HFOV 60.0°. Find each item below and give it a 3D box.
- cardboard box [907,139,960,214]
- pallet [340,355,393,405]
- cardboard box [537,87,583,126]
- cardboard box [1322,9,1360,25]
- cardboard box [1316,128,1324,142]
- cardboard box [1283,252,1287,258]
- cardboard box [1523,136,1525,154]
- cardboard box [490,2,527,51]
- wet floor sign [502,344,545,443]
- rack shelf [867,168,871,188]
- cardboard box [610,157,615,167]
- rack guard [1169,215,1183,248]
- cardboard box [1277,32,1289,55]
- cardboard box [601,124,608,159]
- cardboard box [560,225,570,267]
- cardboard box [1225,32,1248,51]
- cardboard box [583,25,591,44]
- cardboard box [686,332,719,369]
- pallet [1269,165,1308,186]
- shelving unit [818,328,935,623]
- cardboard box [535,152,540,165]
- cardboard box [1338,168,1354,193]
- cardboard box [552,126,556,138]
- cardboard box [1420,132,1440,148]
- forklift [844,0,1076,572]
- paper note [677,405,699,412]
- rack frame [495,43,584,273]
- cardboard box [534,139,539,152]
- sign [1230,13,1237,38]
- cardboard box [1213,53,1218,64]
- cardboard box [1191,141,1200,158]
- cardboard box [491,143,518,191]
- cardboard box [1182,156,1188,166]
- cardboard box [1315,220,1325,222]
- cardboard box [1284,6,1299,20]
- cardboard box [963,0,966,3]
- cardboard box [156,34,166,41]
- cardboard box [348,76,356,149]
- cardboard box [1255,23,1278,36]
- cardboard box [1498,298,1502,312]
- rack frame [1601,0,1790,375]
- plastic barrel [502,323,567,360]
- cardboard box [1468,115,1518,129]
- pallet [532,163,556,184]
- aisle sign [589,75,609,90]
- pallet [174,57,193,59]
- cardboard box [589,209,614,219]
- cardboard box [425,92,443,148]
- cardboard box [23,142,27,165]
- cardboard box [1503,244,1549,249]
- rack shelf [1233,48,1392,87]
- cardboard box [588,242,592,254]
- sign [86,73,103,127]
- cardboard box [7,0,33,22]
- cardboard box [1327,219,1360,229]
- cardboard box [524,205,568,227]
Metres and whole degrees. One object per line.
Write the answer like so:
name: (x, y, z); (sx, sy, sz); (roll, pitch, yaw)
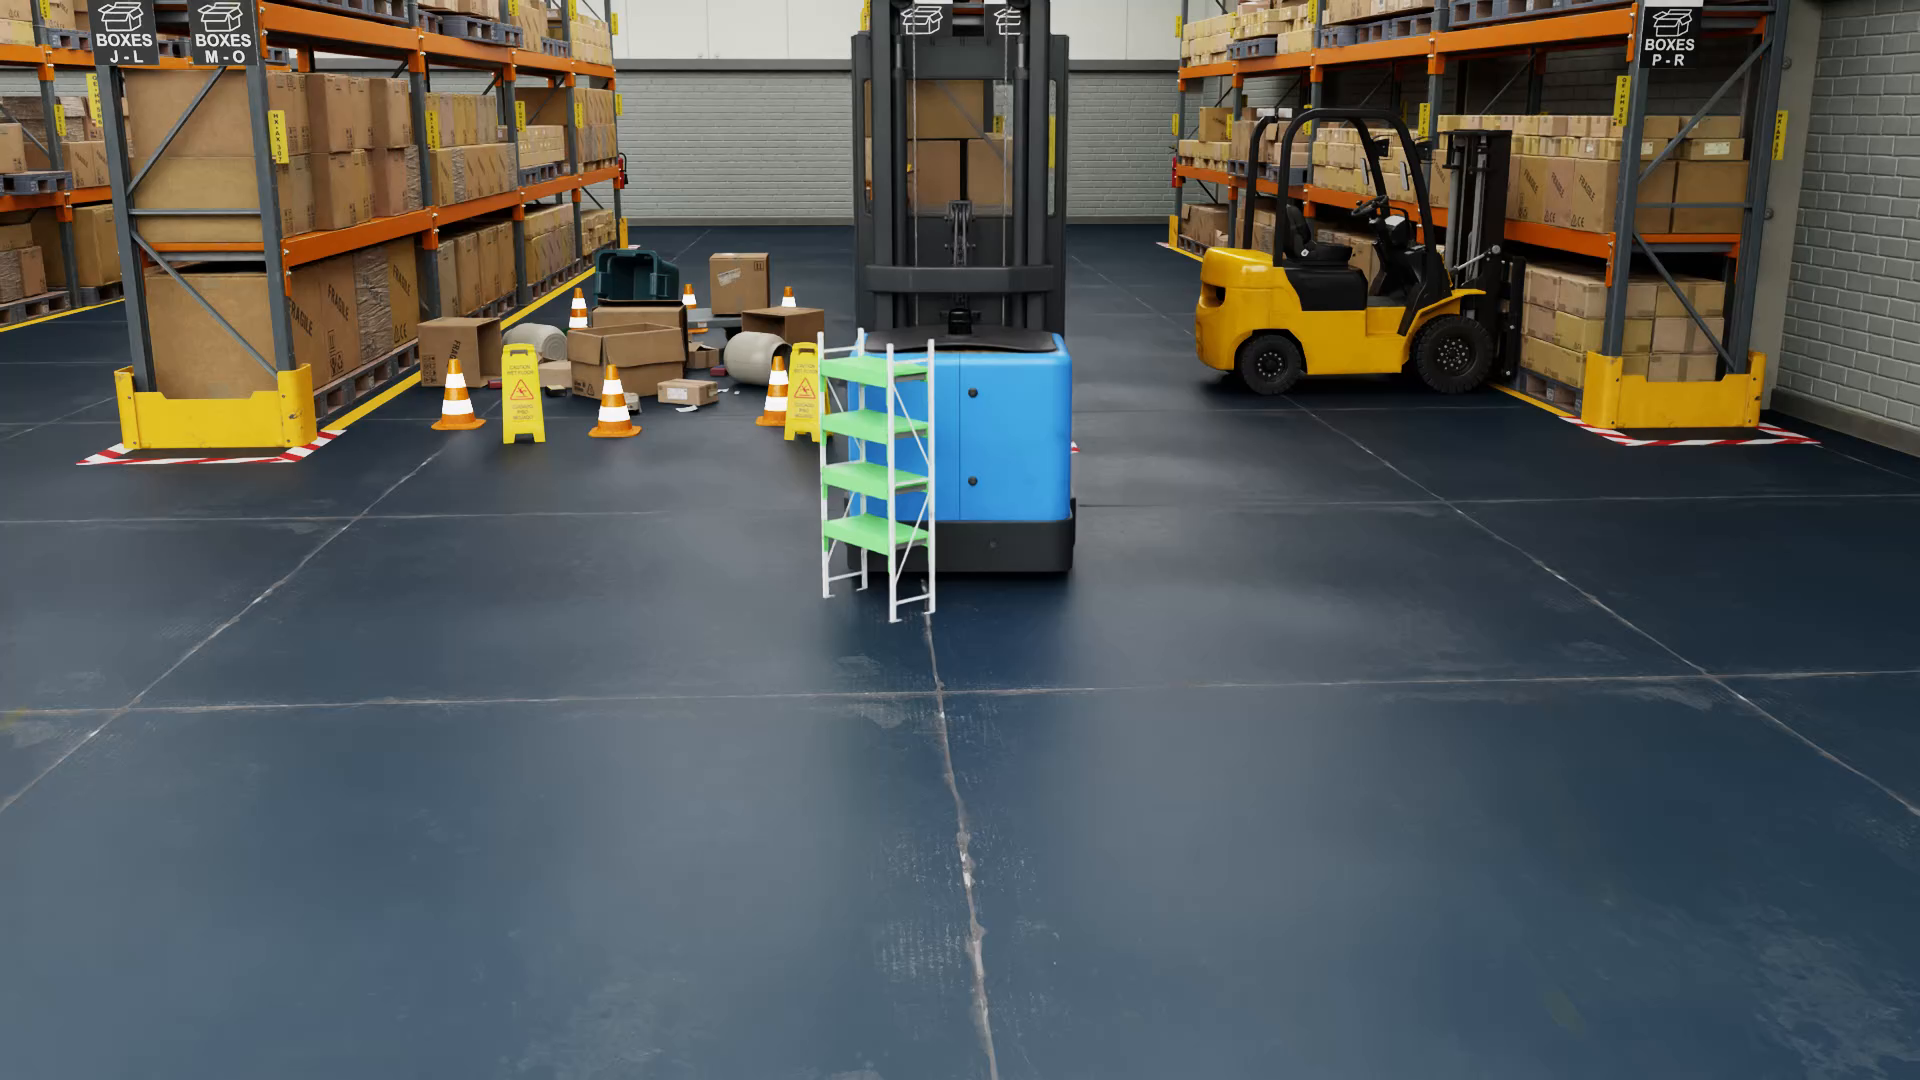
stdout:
cardboard box: (-0.268, -2.526, 11.527); (0.500, 0.500, 0.500); (-1, 14, -4)
pallet: (-5.094, -1.251, 12.966); (1.003, 0.211, 1.213); (-1, 14, -3)
cardboard box: (-5.422, -5.879, 22.550); (0.500, 0.500, 0.500); (-1, 14, -2)
cardboard box: (4.218, -5.770, 18.338); (0.380, 0.166, 0.250); (-1, 14, -4)
cardboard box: (4.225, -4.549, 18.684); (0.380, 0.149, 0.250); (0, 14, -2)
cardboard box: (4.238, -3.489, 20.242); (0.500, 0.500, 0.500); (-1, 14, -4)
cardboard box: (4.664, -3.107, 13.081); (0.380, 0.149, 0.250); (-1, 14, -4)
cardboard box: (-5.159, -5.738, 18.589); (0.500, 0.500, 0.500); (-1, 14, -3)
wet floor sign: (-2.915, -0.985, 11.058); (0.267, 0.644, 0.232); (-3, 15, -13)
rack shelf: (-0.827, -5.336, 24.691); (1.077, 0.370, 4.000); (-1, 14, -3)
cardboard box: (-5.582, -5.882, 25.873); (0.380, 0.149, 0.250); (-1, 14, -3)
rack guard: (4.008, -5.030, 27.074); (1.175, 0.500, 0.348); (-1, 14, -3)
cardboard box: (4.162, -6.024, 20.199); (0.500, 0.250, 0.500); (-1, 14, -3)
cardboard box: (-5.532, -5.911, 24.684); (0.500, 0.500, 0.500); (-1, 14, -3)
cardboard box: (-5.308, -3.771, 21.336); (0.500, 0.500, 0.500); (-1, 14, -5)
cardboard box: (3.971, -6.905, 23.029); (0.500, 0.250, 0.500); (-1, 14, -3)
cardboard box: (-5.471, -7.081, 23.305); (0.500, 0.250, 0.500); (-1, 14, -2)
cardboard box: (-2.299, -1.638, 14.360); (0.258, 0.266, 0.396); (-13, 20, -42)
pallet: (4.387, -4.345, 19.778); (1.213, 0.211, 1.003); (-1, 14, -3)
shelving unit: (-0.363, -0.290, 7.246); (0.258, 1.200, 0.503); (-12, 19, -39)
cardboard box: (-5.299, -4.617, 20.112); (0.380, 0.149, 0.250); (-1, 14, -3)
cardboard box: (4.348, -3.830, 17.694); (0.500, 0.250, 0.500); (-1, 14, -5)
cardboard box: (-5.386, -5.228, 21.292); (0.380, 0.149, 0.250); (-1, 14, -5)
cardboard box: (4.504, -3.719, 15.460); (0.380, 0.149, 0.250); (0, 14, -2)
forklift: (0.000, -1.579, 8.781); (1.130, 2.935, 3.031); (0, 14, 0)
paper note: (-2.004, -0.970, 12.233); (0.148, 0.019, 0.142); (-6, 16, -23)
rack frame: (-5.637, -5.086, 22.273); (1.000, 3.000, 0.127); (-1, 14, -3)
cardboard box: (-5.300, -4.760, 20.073); (0.380, 0.149, 0.250); (-1, 14, -4)
sign: (3.710, -6.958, 22.491); (0.100, 0.325, 0.005); (-1, 14, -3)
cardboard box: (3.894, -6.999, 24.195); (0.380, 0.149, 0.250); (-1, 14, -3)
cardboard box: (3.829, -5.963, 25.386); (0.500, 0.250, 0.500); (-1, 14, -4)
cardboard box: (-5.093, -4.032, 17.975); (0.500, 0.500, 0.500); (-1, 14, -3)
cardboard box: (3.750, -6.052, 26.533); (0.380, 0.149, 0.250); (-1, 14, -4)
cardboard box: (4.168, -3.763, 20.006); (0.380, 0.149, 0.250); (-2, 15, -6)
cardboard box: (4.120, -6.328, 19.986); (0.380, 0.149, 0.250); (-1, 14, -5)
cardboard box: (0.217, -3.813, 11.811); (0.380, 0.149, 0.250); (-1, 14, -4)
cardboard box: (-10.548, -6.595, 21.075); (0.700, 0.500, 0.500); (-1, 14, -2)
cardboard box: (-5.066, -3.196, 12.462); (0.875, 0.550, 0.500); (-1, 14, -3)
cardboard box: (3.945, -6.450, 21.016); (0.380, 0.149, 0.250); (-1, 14, -2)
cardboard box: (4.552, -1.888, 13.517); (0.500, 0.250, 0.500); (-1, 14, -4)
rack frame: (4.995, -2.281, 11.370); (1.000, 3.000, 0.127); (-1, 14, -3)
plastic barrel: (-3.540, -1.590, 13.857); (0.512, 0.421, 0.421); (10, 18, 35)
cardboard box: (4.515, -3.506, 14.032); (0.380, 0.149, 0.250); (-1, 14, -2)
pallet: (-5.553, -4.490, 20.342); (1.003, 0.211, 1.213); (-1, 14, -3)
aisle sign: (-5.590, -7.362, 25.904); (0.394, 0.787, 0.004); (-1, 14, -3)
pallet: (-10.706, -6.951, 23.679); (1.003, 0.211, 1.213); (-1, 14, -3)
cardboard box: (-5.599, -5.064, 25.872); (0.380, 0.149, 0.250); (-1, 14, -3)
cardboard box: (-5.212, -3.880, 15.380); (0.700, 0.500, 0.500); (-1, 14, -4)
cardboard box: (-10.624, -4.207, 18.657); (0.500, 0.500, 0.500); (0, 14, -2)
cardboard box: (4.970, -2.512, 14.938); (0.500, 0.250, 0.500); (-1, 14, -2)
rack shelf: (4.375, -5.872, 20.752); (1.077, 0.370, 4.000); (-1, 14, -3)
cardboard box: (-5.355, -4.070, 23.205); (0.380, 0.149, 0.250); (0, 14, -2)
sign: (-5.436, -2.772, 10.481); (0.100, 0.325, 0.005); (-1, 14, -3)
cardboard box: (-10.067, -5.668, 17.312); (0.500, 0.500, 0.500); (-1, 14, -2)
cardboard box: (4.693, -3.839, 20.298); (0.380, 0.149, 0.250); (-1, 14, -3)
cardboard box: (-5.320, -4.132, 21.237); (0.500, 0.250, 0.500); (0, 14, -1)
